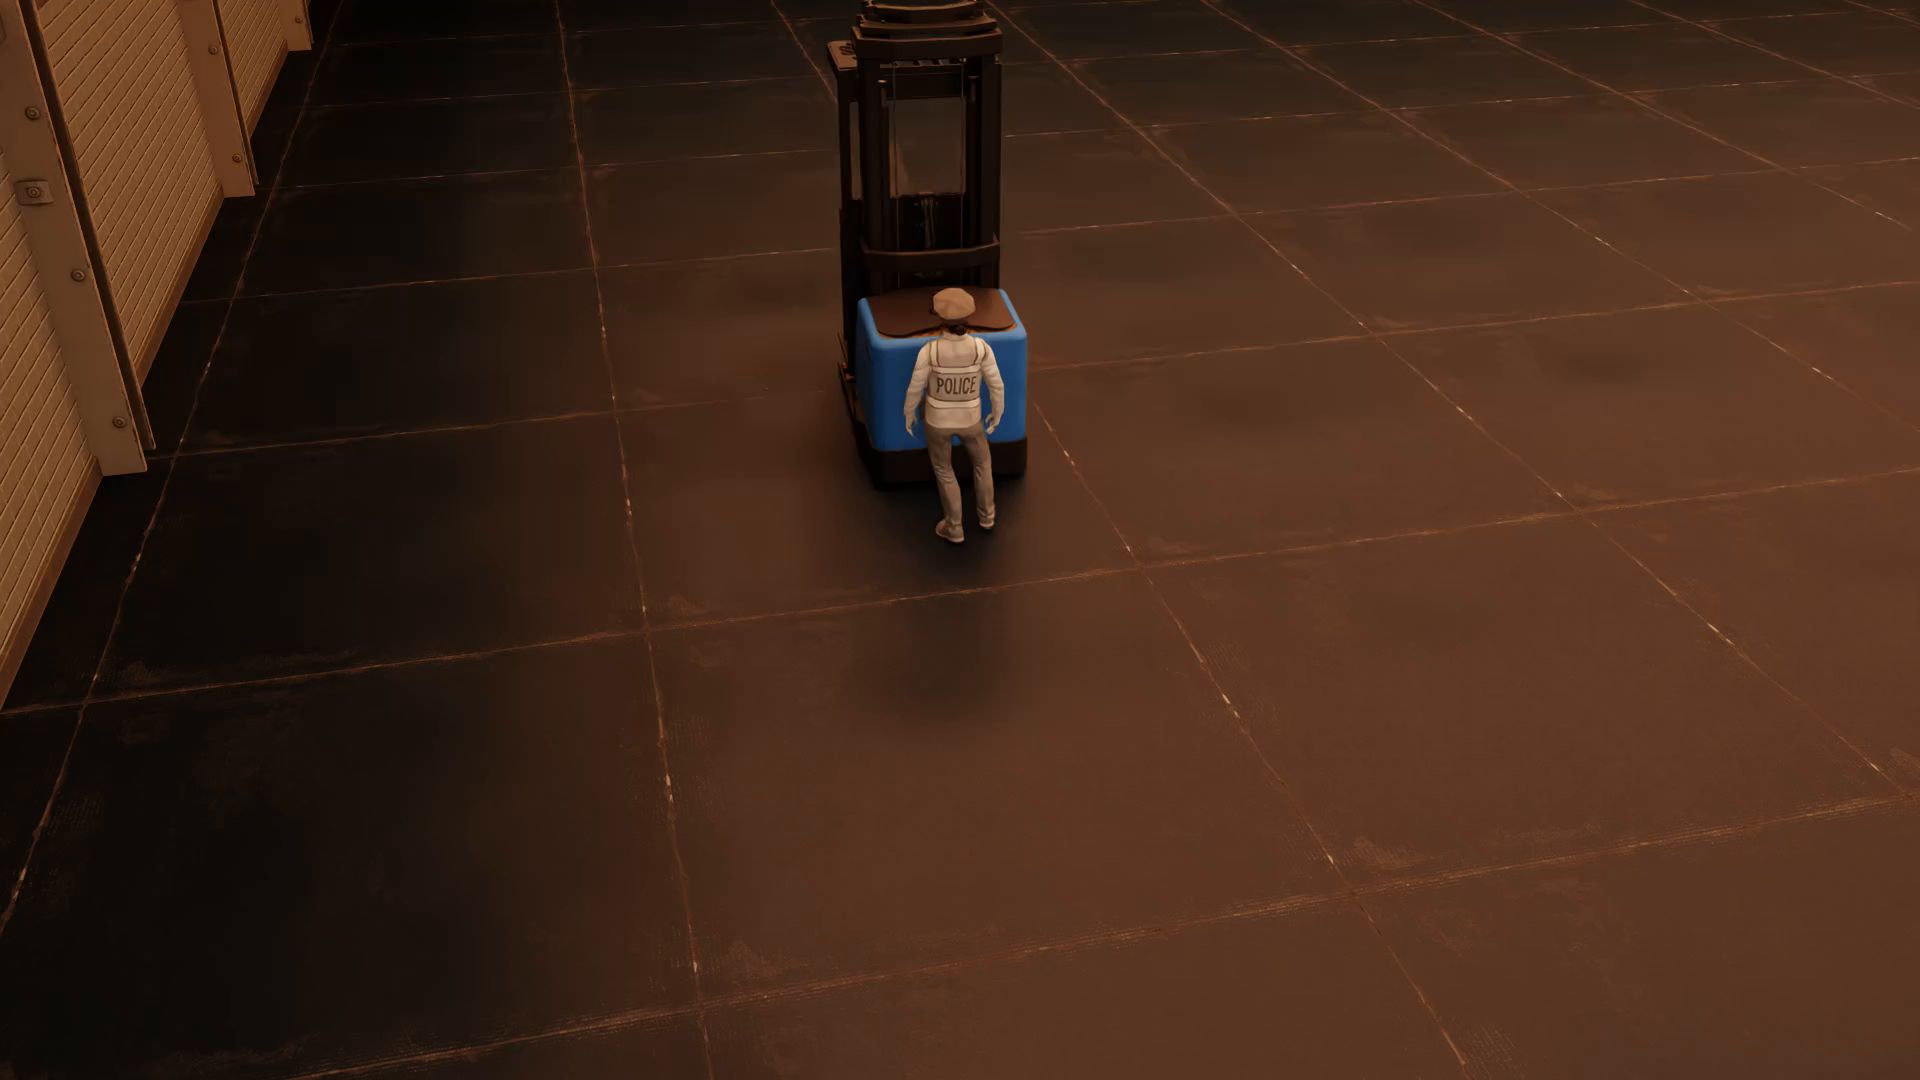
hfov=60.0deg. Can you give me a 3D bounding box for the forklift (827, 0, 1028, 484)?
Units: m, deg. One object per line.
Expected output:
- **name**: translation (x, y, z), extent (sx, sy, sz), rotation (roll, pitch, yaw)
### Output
- **forklift**: translation (-0.309, -2.362, 11.654), extent (1.130, 2.935, 3.031), rotation (-5, 30, -8)

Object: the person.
- **person**: translation (-0.043, -0.775, 10.197), extent (0.617, 1.679, 0.538), rotation (-4, 30, -8)
